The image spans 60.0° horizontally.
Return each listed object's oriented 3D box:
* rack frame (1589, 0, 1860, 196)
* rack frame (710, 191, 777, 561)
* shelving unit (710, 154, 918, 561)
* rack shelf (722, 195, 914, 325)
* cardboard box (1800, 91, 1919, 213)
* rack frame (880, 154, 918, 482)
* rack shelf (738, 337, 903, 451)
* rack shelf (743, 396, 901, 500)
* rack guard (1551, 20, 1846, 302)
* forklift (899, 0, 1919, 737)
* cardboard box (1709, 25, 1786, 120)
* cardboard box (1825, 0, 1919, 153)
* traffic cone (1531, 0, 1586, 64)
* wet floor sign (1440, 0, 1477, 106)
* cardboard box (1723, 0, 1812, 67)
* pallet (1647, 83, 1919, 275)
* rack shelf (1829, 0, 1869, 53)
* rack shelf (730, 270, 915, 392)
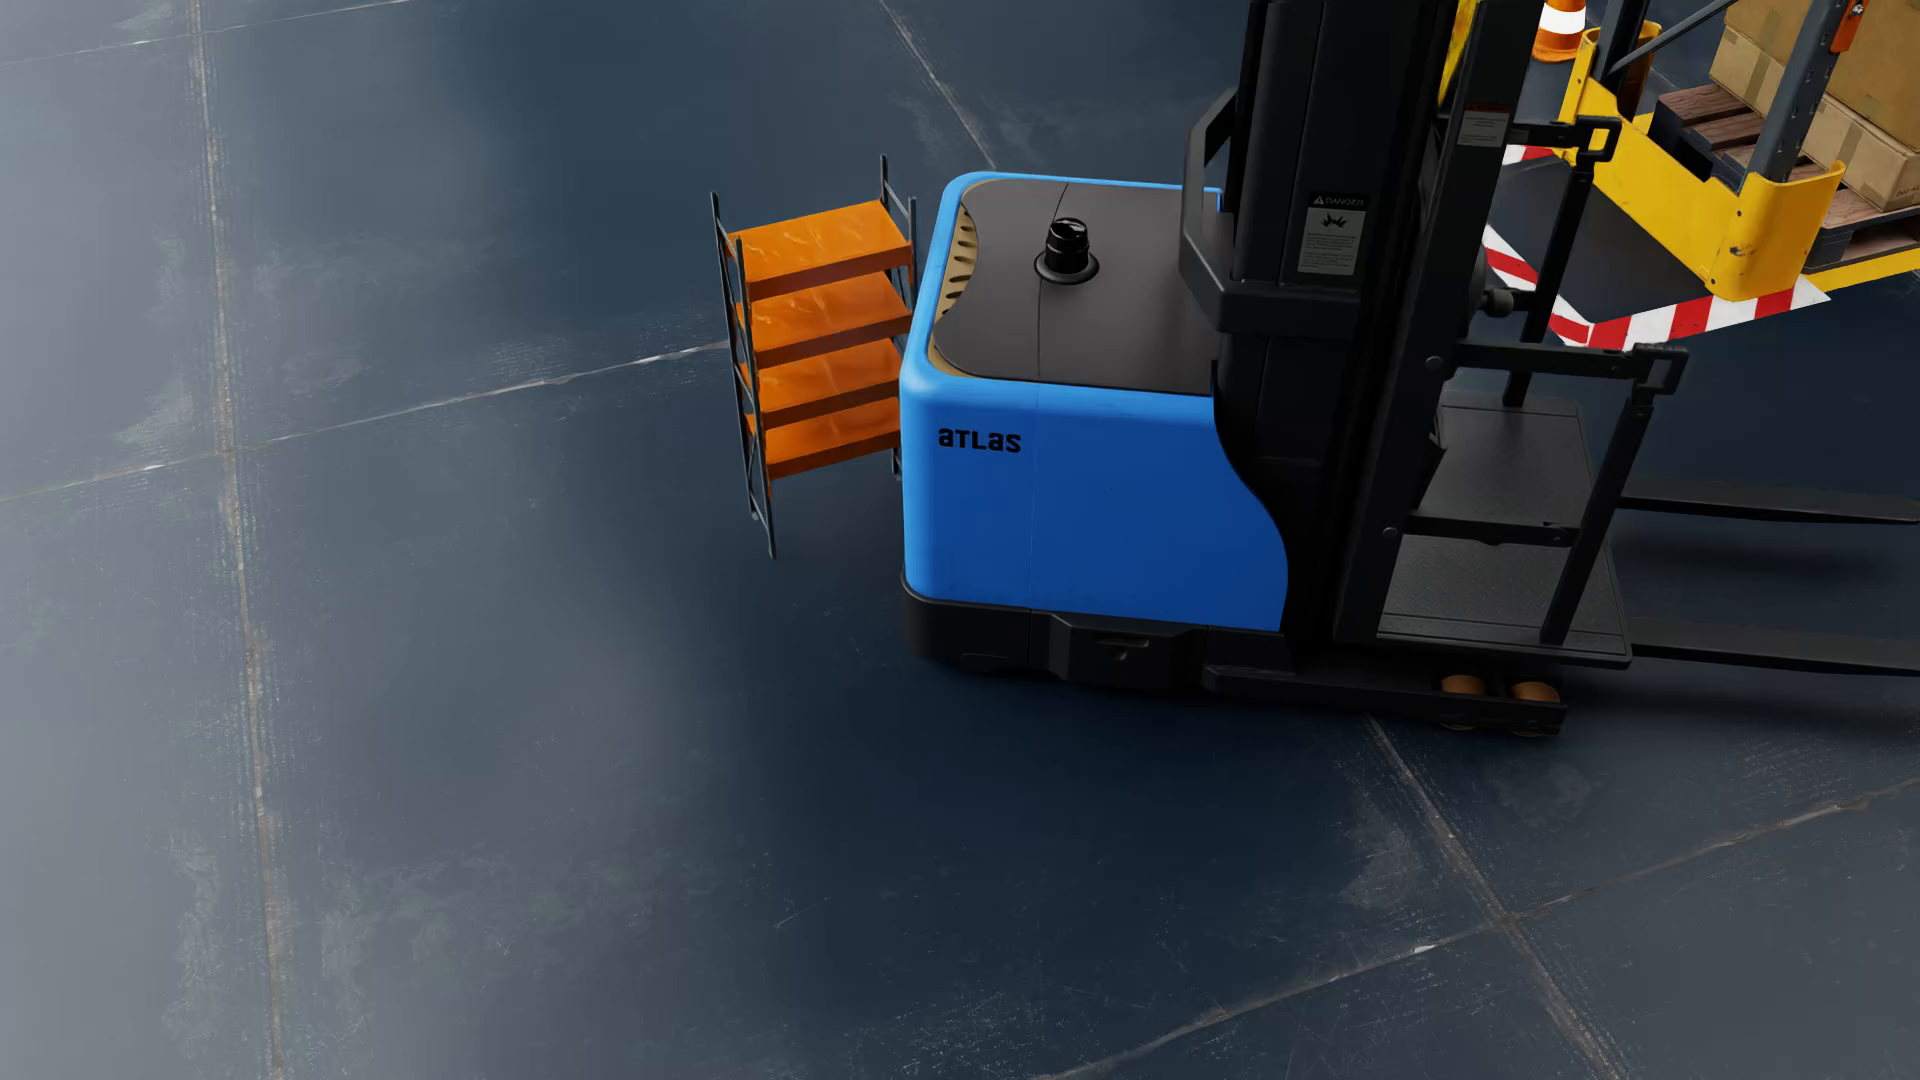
[{"bbox_3d":[2.708,-2.335,5.460,0.127,3.000,1.000,-14,47,-14],"label":"rack frame"},{"bbox_3d":[-0.623,-0.440,4.841,0.015,1.200,0.240,-16,47,-15],"label":"rack frame"},{"bbox_3d":[-0.397,-0.505,4.906,0.503,1.200,0.258,-16,47,-15],"label":"shelving unit"},{"bbox_3d":[-0.397,-0.782,4.628,0.480,0.148,0.258,-16,47,-15],"label":"rack shelf"},{"bbox_3d":[3.561,-1.522,6.294,0.500,0.250,0.500,-15,47,-14],"label":"cardboard box"},{"bbox_3d":[-0.171,-0.570,4.971,0.015,1.200,0.240,-16,47,-15],"label":"rack frame"},{"bbox_3d":[-0.397,-0.457,4.954,0.480,0.148,0.258,-16,47,-15],"label":"rack shelf"},{"bbox_3d":[-0.397,-0.317,5.094,0.480,0.148,0.258,-16,47,-15],"label":"rack shelf"},{"bbox_3d":[2.780,-1.471,6.363,0.348,0.500,1.175,-14,47,-14],"label":"rack guard"},{"bbox_3d":[1.389,-0.881,4.059,3.031,2.935,1.130,5,45,5],"label":"forklift"},{"bbox_3d":[3.400,-1.892,6.663,0.500,0.250,0.500,-15,47,-14],"label":"cardboard box"},{"bbox_3d":[3.583,-1.793,6.035,0.500,0.500,0.500,-16,47,-15],"label":"cardboard box"},{"bbox_3d":[2.675,-2.402,7.318,0.334,0.463,0.336,-14,47,-14],"label":"traffic cone"},{"bbox_3d":[2.166,-2.171,6.958,0.232,0.644,0.267,0,45,0],"label":"wet floor sign"},{"bbox_3d":[3.373,-2.144,6.384,0.500,0.500,0.500,-14,47,-14],"label":"cardboard box"},{"bbox_3d":[3.556,-1.541,6.637,1.213,0.211,1.003,-14,47,-14],"label":"pallet"},{"bbox_3d":[4.589,-2.562,6.194,4.000,0.370,1.077,-14,47,-14],"label":"rack shelf"},{"bbox_3d":[-0.397,-0.615,4.795,0.480,0.148,0.258,-16,47,-15],"label":"rack shelf"}]
